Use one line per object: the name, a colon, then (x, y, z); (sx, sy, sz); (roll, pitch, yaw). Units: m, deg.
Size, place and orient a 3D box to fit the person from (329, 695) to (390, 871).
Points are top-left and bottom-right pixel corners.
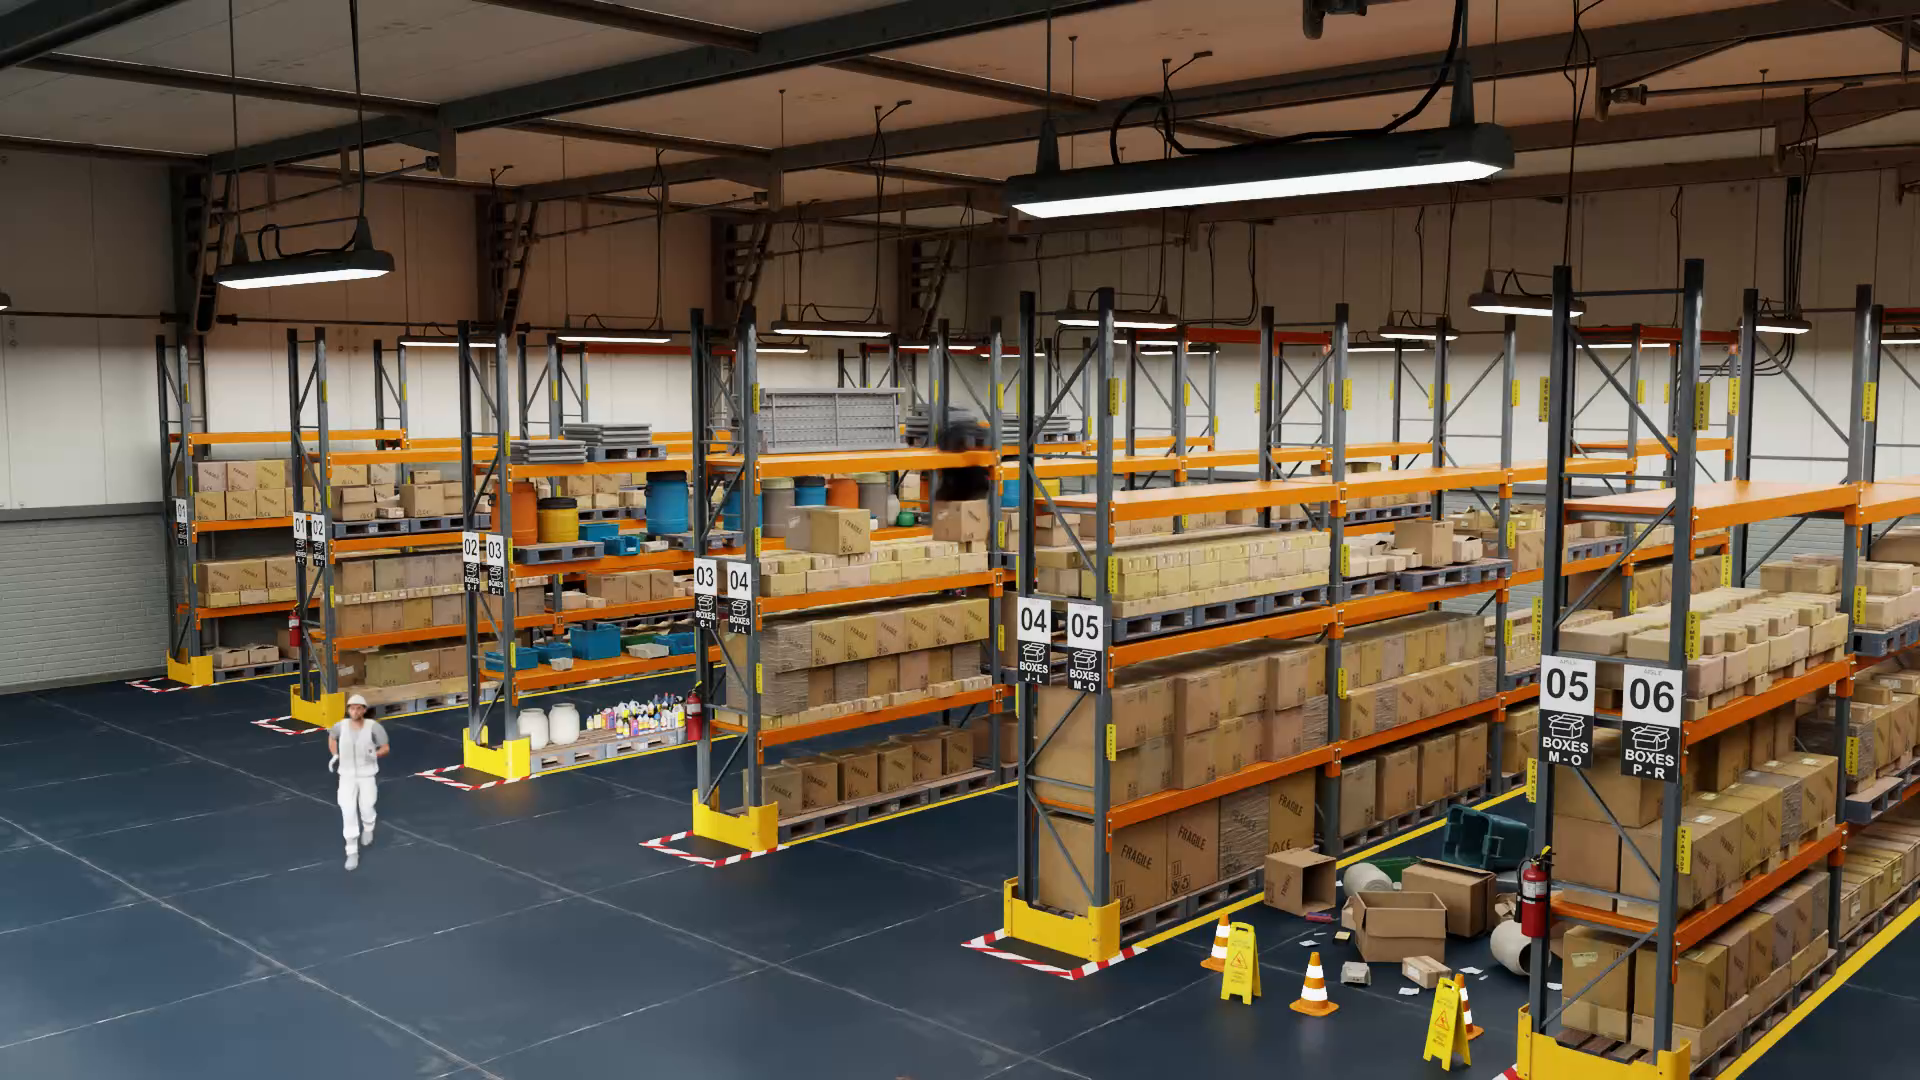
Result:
person: (-6.517, 2.565, 18.029); (0.652, 1.799, 0.990); (-1, 6, -13)
